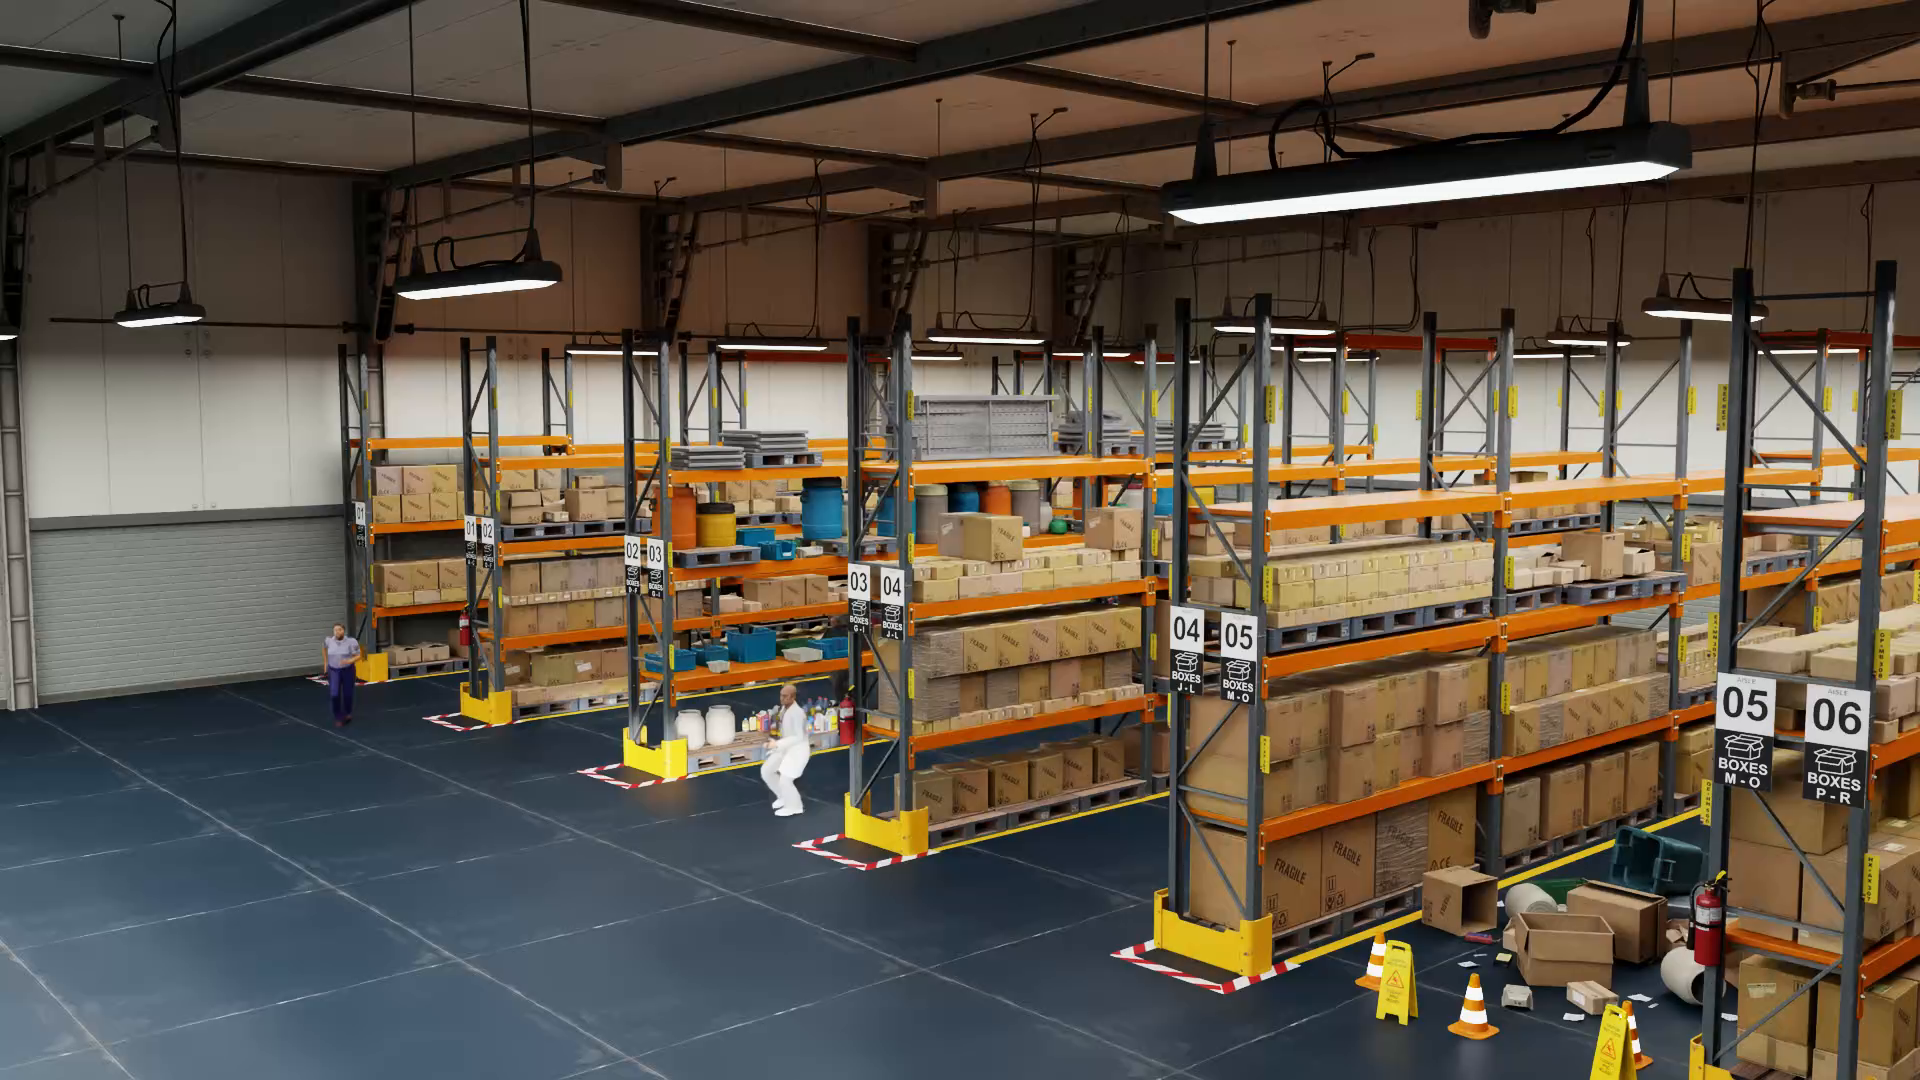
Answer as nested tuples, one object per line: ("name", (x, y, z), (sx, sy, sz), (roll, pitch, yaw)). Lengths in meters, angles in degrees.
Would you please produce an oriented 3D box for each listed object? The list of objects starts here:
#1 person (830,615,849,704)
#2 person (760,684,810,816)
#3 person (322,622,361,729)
("person", (-1.899, 1.994, 26.716), (0.571, 1.593, 0.727), (4, 7, 41))
("person", (-2.107, 2.542, 19.971), (0.700, 1.664, 0.900), (-3, 6, -34))
("person", (-9.510, 2.089, 25.595), (0.593, 1.688, 0.817), (-1, 5, -13))
